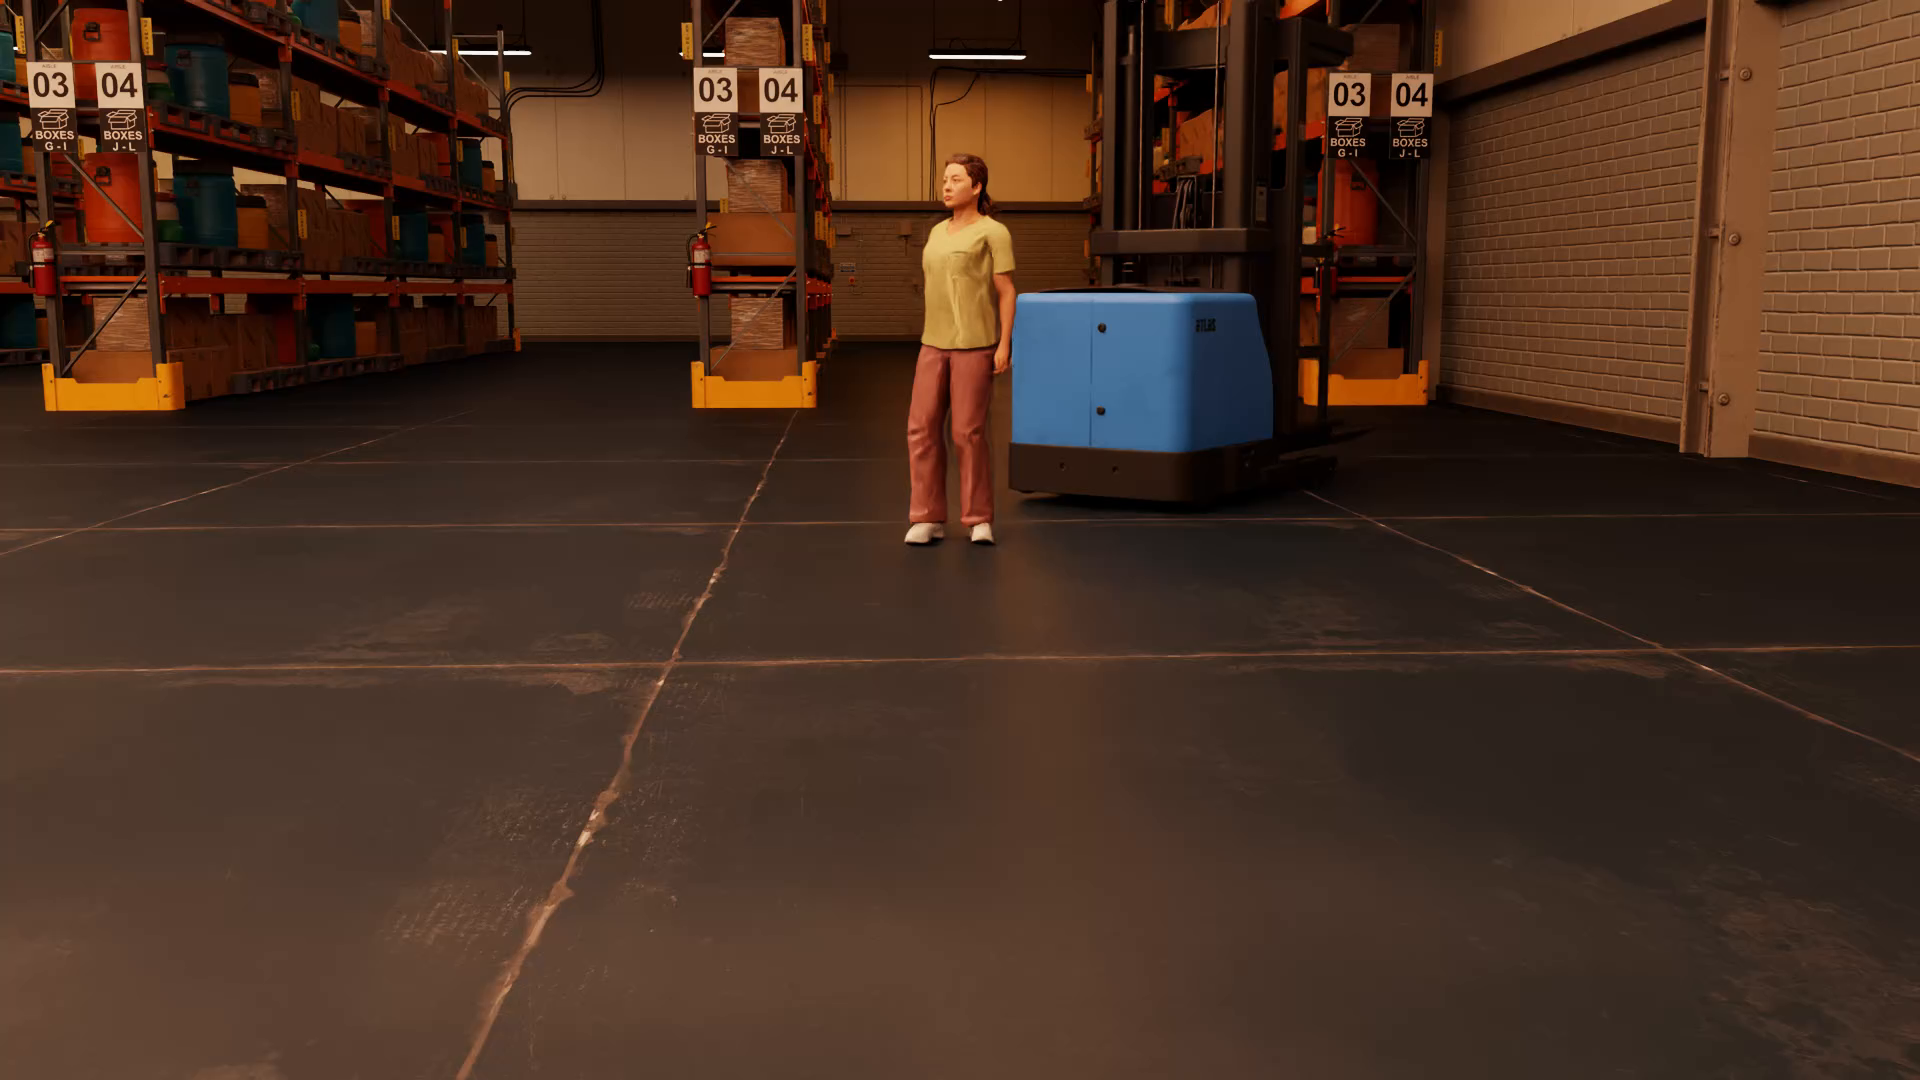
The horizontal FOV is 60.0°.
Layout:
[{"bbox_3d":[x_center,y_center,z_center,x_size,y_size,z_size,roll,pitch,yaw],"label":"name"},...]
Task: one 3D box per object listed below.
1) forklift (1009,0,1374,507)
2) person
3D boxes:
[{"bbox_3d":[1.500,-1.783,9.339,1.130,2.935,3.031,6,10,34],"label":"forklift"},{"bbox_3d":[-0.007,-0.810,7.130,0.466,1.665,0.451,6,10,35],"label":"person"}]
